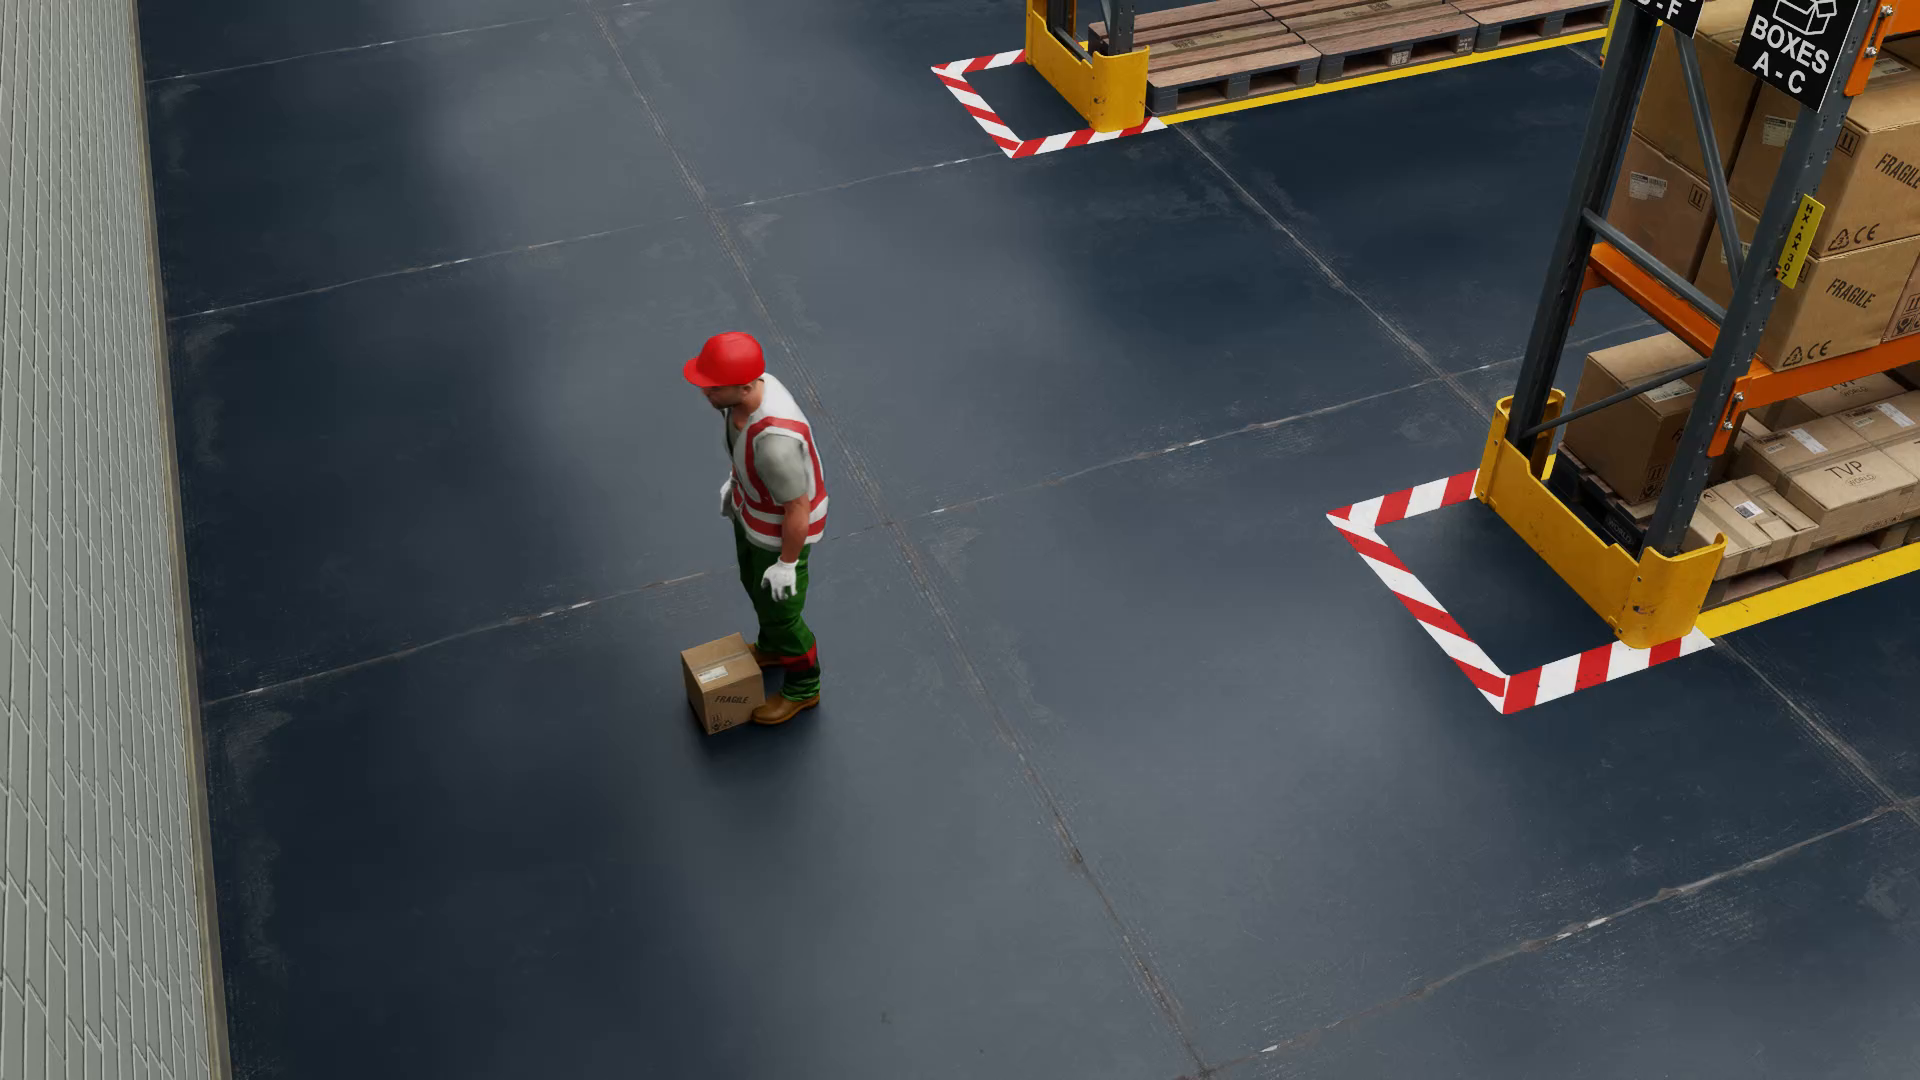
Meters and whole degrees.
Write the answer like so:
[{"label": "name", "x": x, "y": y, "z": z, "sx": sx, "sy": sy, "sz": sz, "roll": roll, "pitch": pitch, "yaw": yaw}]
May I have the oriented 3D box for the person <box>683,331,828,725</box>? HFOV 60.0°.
[{"label": "person", "x": -0.733, "y": -0.050, "z": 6.204, "sx": 0.453, "sy": 1.779, "sz": 0.621, "roll": -16, "pitch": 44, "yaw": -18}]
